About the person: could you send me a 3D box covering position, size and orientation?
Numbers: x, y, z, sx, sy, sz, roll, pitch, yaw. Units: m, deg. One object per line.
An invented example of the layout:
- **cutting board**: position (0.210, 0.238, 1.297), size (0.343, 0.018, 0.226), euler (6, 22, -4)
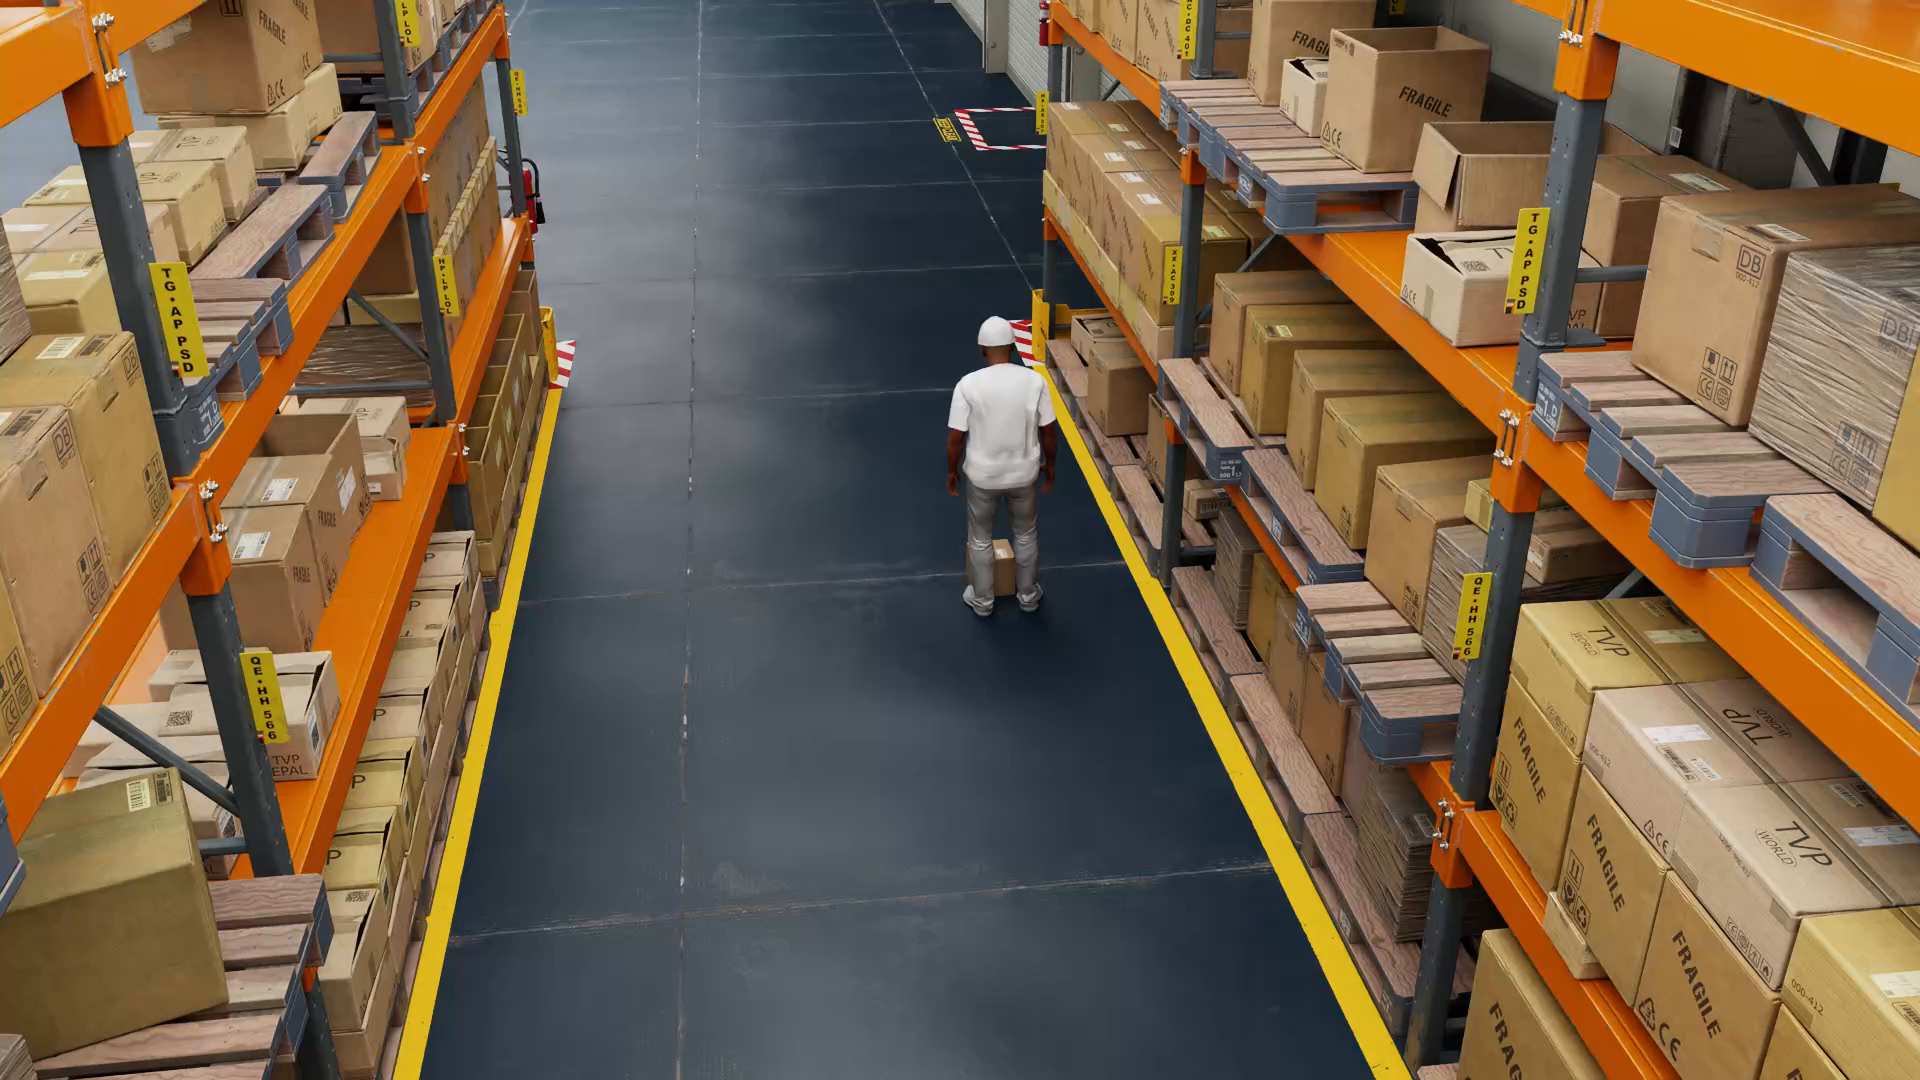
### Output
- **person**: position (0.232, -0.400, 9.383), size (0.627, 1.760, 0.459), euler (-3, 27, -7)
